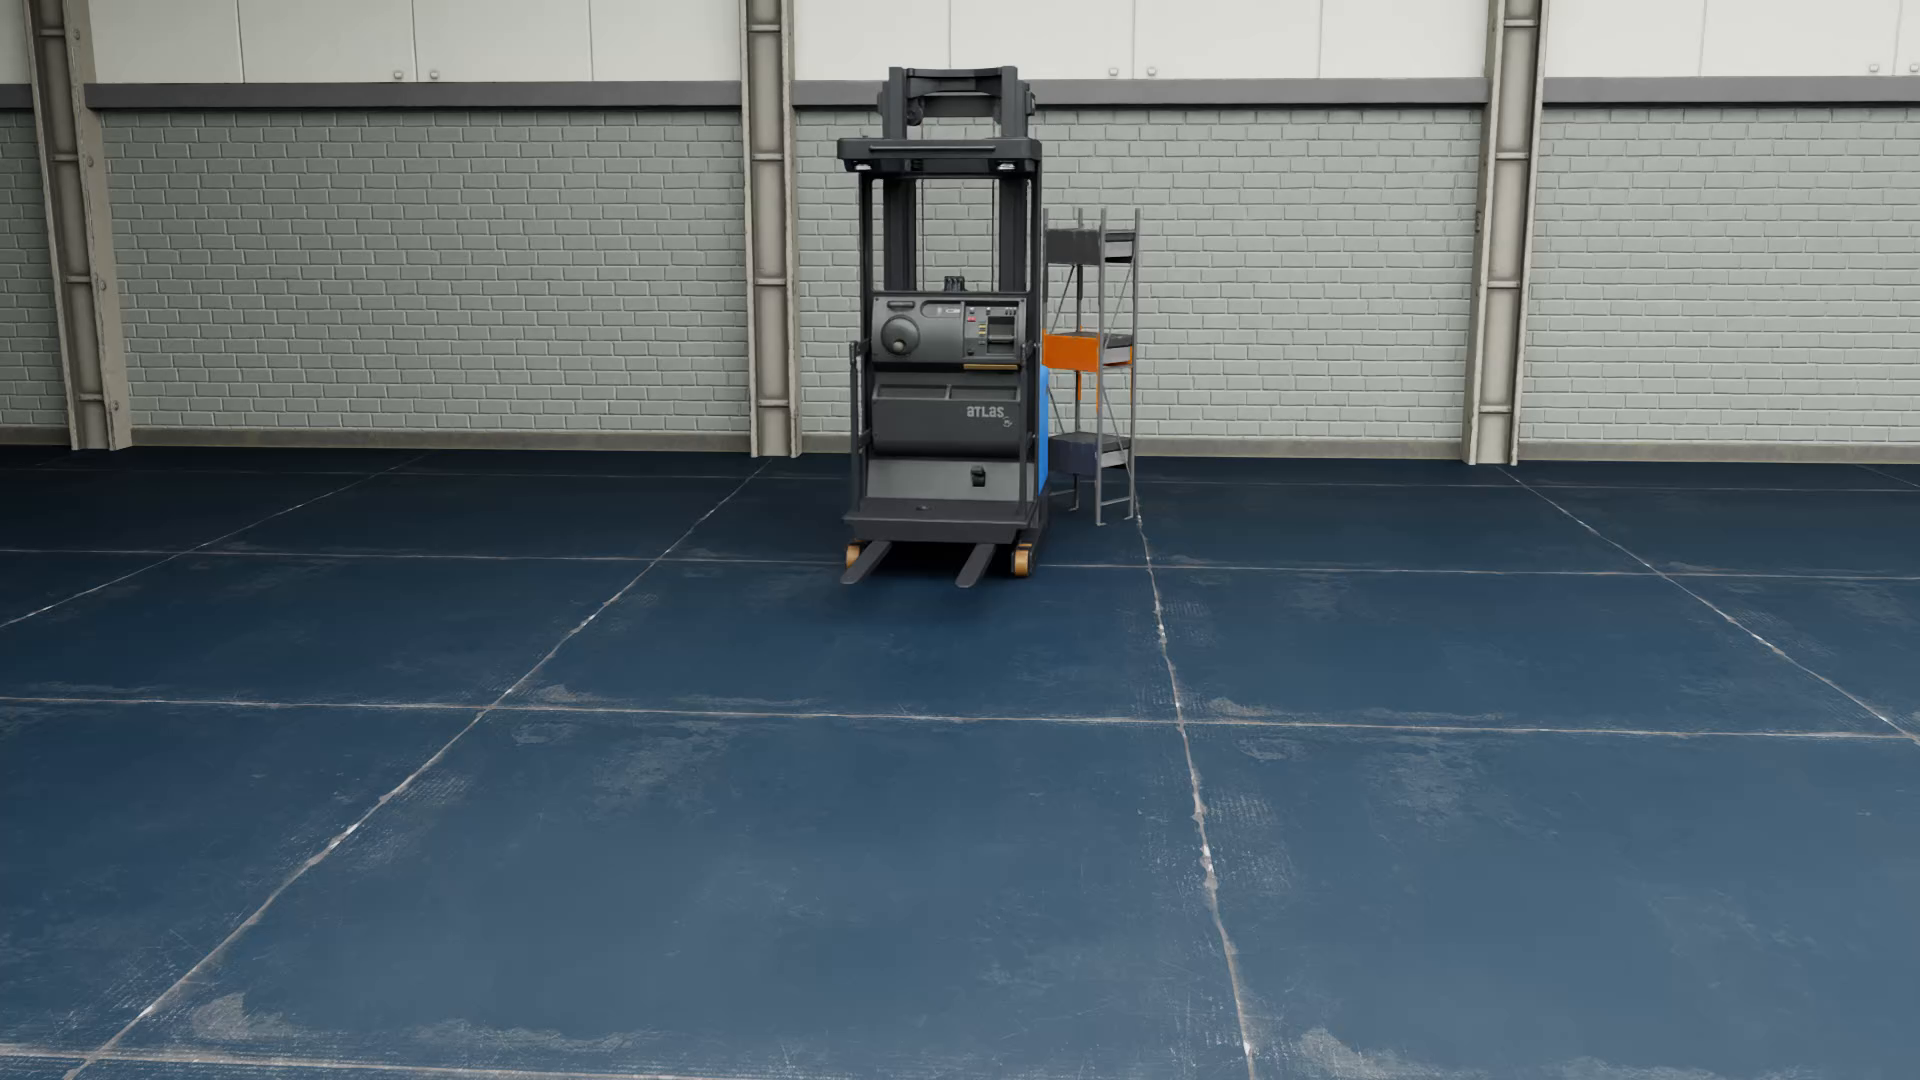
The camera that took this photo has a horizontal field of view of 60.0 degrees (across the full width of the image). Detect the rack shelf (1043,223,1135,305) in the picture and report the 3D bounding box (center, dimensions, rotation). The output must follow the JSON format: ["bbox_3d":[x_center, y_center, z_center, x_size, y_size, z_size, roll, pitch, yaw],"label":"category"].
[{"bbox_3d":[0.878,-1.856,11.161,0.480,0.518,0.431,11,16,42],"label":"rack shelf"}]

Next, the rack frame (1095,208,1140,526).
[{"bbox_3d":[1.056,-1.150,11.138,0.015,2.100,0.400,11,16,42],"label":"rack frame"}]

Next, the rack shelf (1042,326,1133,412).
[{"bbox_3d":[0.878,-1.171,11.304,0.480,0.518,0.431,11,16,42],"label":"rack shelf"}]

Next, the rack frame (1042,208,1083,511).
[{"bbox_3d":[0.700,-1.218,11.464,0.015,2.100,0.400,11,16,42],"label":"rack frame"}]

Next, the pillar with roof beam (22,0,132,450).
[{"bbox_3d":[-7.848,-4.341,9.542,0.400,9.000,9.100,1,12,4],"label":"pillar with roof beam"}]

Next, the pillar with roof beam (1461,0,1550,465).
[{"bbox_3d":[4.125,-4.177,8.758,0.400,9.000,9.100,1,12,4],"label":"pillar with roof beam"}]

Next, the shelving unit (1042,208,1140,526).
[{"bbox_3d":[0.878,-1.184,11.301,0.503,2.100,0.431,11,16,42],"label":"shelving unit"}]

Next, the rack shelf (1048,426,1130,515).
[{"bbox_3d":[0.878,-0.486,11.447,0.480,0.518,0.431,11,16,42],"label":"rack shelf"}]

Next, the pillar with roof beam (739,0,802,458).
[{"bbox_3d":[-1.861,-4.259,9.150,0.400,9.000,9.100,1,12,4],"label":"pillar with roof beam"}]

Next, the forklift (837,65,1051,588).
[{"bbox_3d":[-0.091,-1.291,9.780,1.130,2.935,3.031,2,12,7],"label":"forklift"}]
